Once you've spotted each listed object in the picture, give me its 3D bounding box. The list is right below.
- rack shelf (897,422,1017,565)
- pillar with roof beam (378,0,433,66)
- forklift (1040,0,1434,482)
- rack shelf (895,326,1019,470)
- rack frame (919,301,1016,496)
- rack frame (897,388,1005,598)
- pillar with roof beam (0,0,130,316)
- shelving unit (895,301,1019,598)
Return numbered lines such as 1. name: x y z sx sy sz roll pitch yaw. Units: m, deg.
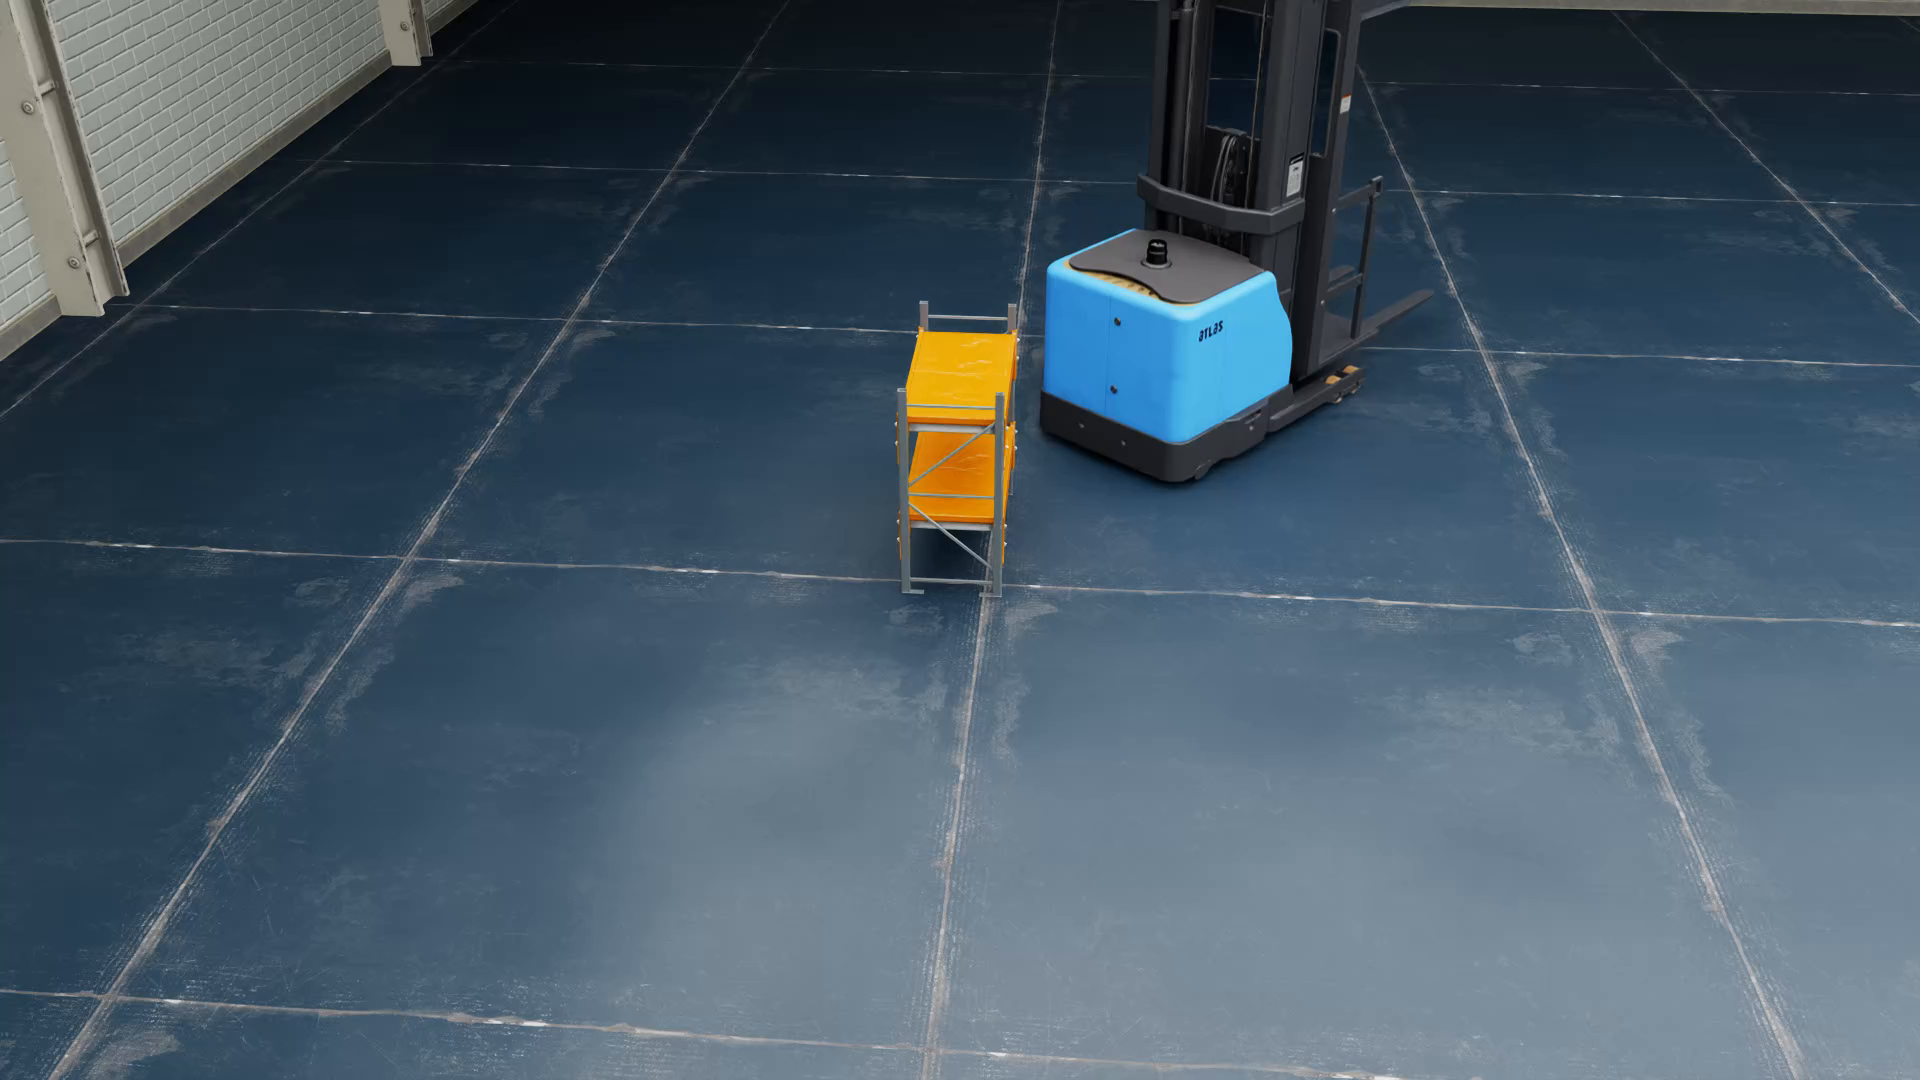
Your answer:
1. rack shelf: -0.001 -0.267 8.577 0.538 0.278 1.000 2 32 4
2. pillar with roof beam: -1.141 -8.400 13.804 9.100 9.000 0.400 2 32 4
3. forklift: 1.846 -2.243 9.596 1.130 2.935 3.031 27 40 36
4. rack shelf: -0.001 -0.725 8.296 0.538 0.278 1.000 2 32 4
5. rack frame: 0.041 -0.741 8.880 0.500 1.125 0.032 2 32 4
6. rack frame: -0.042 -0.210 8.018 0.500 1.125 0.032 2 32 4
7. pillar with roof beam: -1.630 -5.263 8.713 9.100 9.000 0.400 2 32 4
8. shelving unit: -0.001 -0.475 8.449 0.538 1.125 1.048 2 32 4
